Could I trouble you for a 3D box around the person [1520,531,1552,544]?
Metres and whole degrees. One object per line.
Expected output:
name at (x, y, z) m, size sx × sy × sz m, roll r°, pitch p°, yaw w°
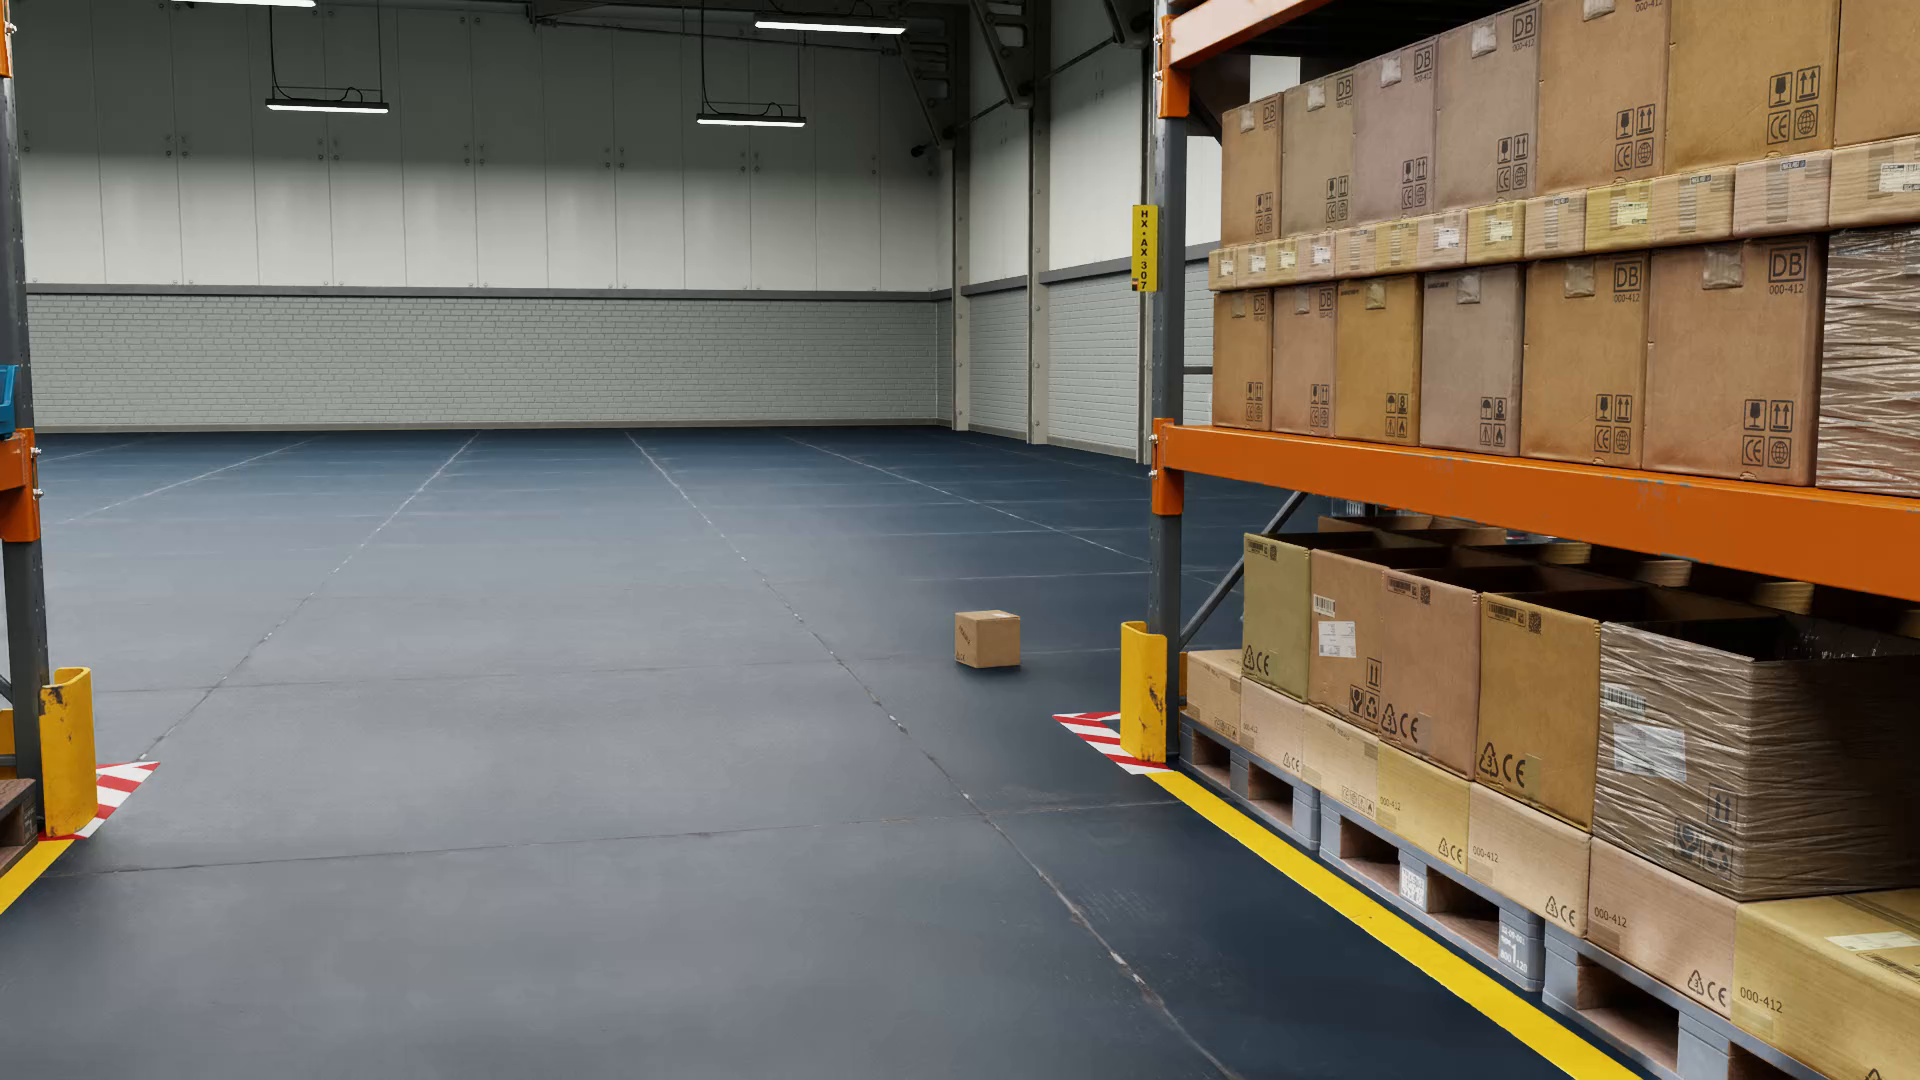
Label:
person at (2.985, -0.293, 9.131) m, size 0.441 × 1.710 × 0.495 m, roll -3°, pitch 7°, yaw -24°
